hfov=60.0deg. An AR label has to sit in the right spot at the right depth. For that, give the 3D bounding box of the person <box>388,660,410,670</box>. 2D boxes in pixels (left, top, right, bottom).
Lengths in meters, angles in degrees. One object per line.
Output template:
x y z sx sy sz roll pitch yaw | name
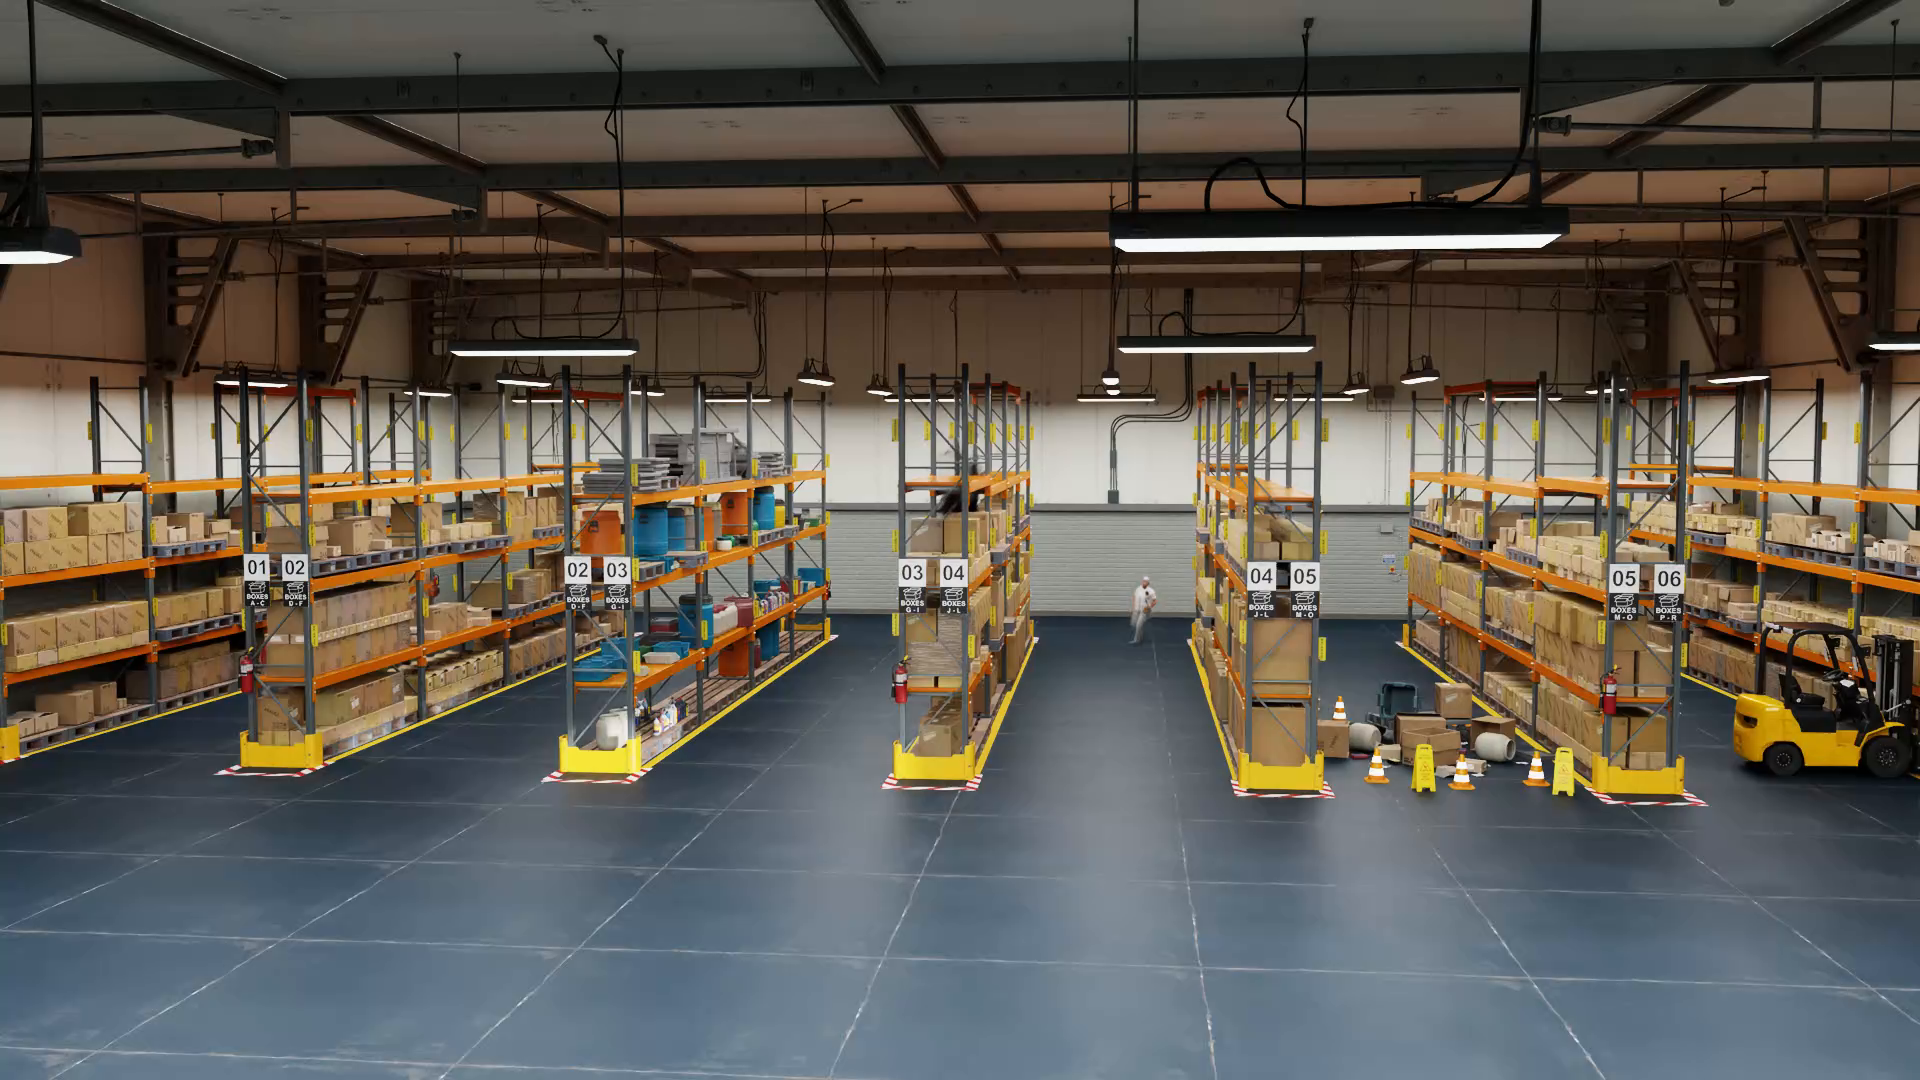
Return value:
-10.982 2.019 32.594 0.685 1.844 0.796 0 4 -1 | person

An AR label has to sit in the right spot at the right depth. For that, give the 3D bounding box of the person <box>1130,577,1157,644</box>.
4.373 1.669 39.564 0.664 1.608 0.514 2 4 32 | person

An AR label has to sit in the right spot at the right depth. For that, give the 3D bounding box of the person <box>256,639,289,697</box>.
-11.821 2.334 28.661 0.673 1.630 0.923 0 4 2 | person
